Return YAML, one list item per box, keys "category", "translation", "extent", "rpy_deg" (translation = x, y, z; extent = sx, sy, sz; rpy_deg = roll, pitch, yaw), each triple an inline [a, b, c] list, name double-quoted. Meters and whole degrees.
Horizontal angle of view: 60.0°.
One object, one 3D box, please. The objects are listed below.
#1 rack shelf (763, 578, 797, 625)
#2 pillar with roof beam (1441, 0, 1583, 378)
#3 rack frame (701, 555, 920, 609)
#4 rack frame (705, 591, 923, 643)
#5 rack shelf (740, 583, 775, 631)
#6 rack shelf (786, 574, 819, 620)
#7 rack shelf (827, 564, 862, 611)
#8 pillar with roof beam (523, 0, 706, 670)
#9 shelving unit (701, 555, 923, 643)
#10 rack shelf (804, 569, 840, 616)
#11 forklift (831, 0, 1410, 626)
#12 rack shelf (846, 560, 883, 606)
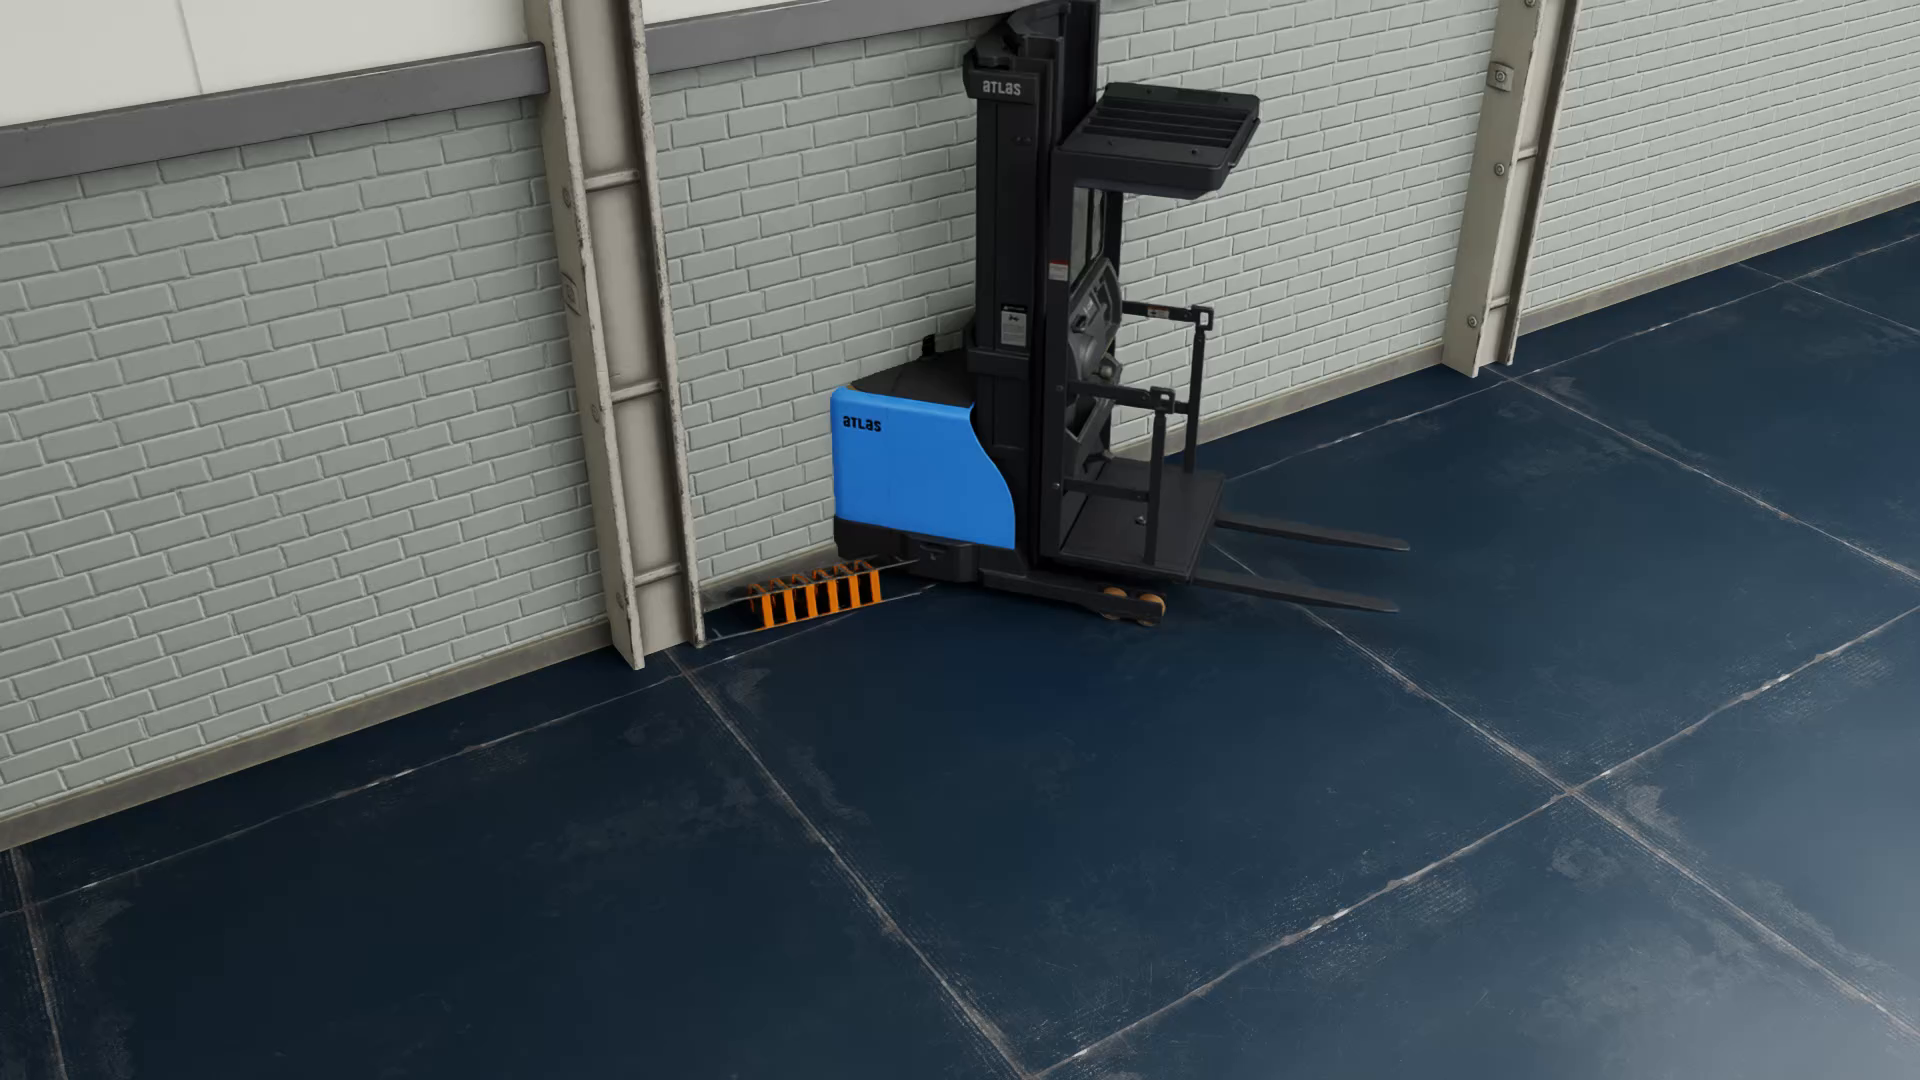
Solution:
- category: "rack shelf"
  translation: [-0.949, 0.318, 8.698]
  extent: [0.103, 0.180, 0.258]
  rpy_deg: [-12, 19, -22]
- category: "pillar with roof beam"
  translation: [5.828, -3.082, 5.823]
  extent: [0.400, 9.000, 9.100]
  rpy_deg: [-19, 37, -27]
- category: "rack frame"
  translation: [-0.808, 0.198, 8.731]
  extent: [1.200, 0.006, 0.240]
  rpy_deg: [-12, 19, -22]
- category: "rack frame"
  translation: [-0.791, 0.372, 8.785]
  extent: [1.200, 0.006, 0.240]
  rpy_deg: [-12, 19, -22]
- category: "rack shelf"
  translation: [-1.058, 0.342, 8.653]
  extent: [0.103, 0.180, 0.258]
  rpy_deg: [-12, 19, -22]
- category: "rack shelf"
  translation: [-0.840, 0.294, 8.742]
  extent: [0.103, 0.180, 0.258]
  rpy_deg: [-12, 19, -22]
- category: "rack shelf"
  translation: [-0.622, 0.246, 8.830]
  extent: [0.103, 0.180, 0.258]
  rpy_deg: [-12, 19, -22]
- category: "pillar with roof beam"
  translation: [0.785, -1.348, 3.074]
  extent: [0.400, 9.000, 9.100]
  rpy_deg: [-19, 37, -27]
- category: "shelving unit"
  translation: [-0.800, 0.285, 8.758]
  extent: [1.200, 0.189, 0.258]
  rpy_deg: [-12, 19, -22]
- category: "rack shelf"
  translation: [-0.731, 0.270, 8.786]
  extent: [0.103, 0.180, 0.258]
  rpy_deg: [-12, 19, -22]
- category: "forklift"
  translation: [0.873, -1.110, 8.385]
  extent: [3.031, 2.935, 1.130]
  rpy_deg: [10, 34, 15]
- category: "rack shelf"
  translation: [-0.513, 0.223, 8.875]
  extent: [0.103, 0.180, 0.258]
  rpy_deg: [-12, 19, -22]
